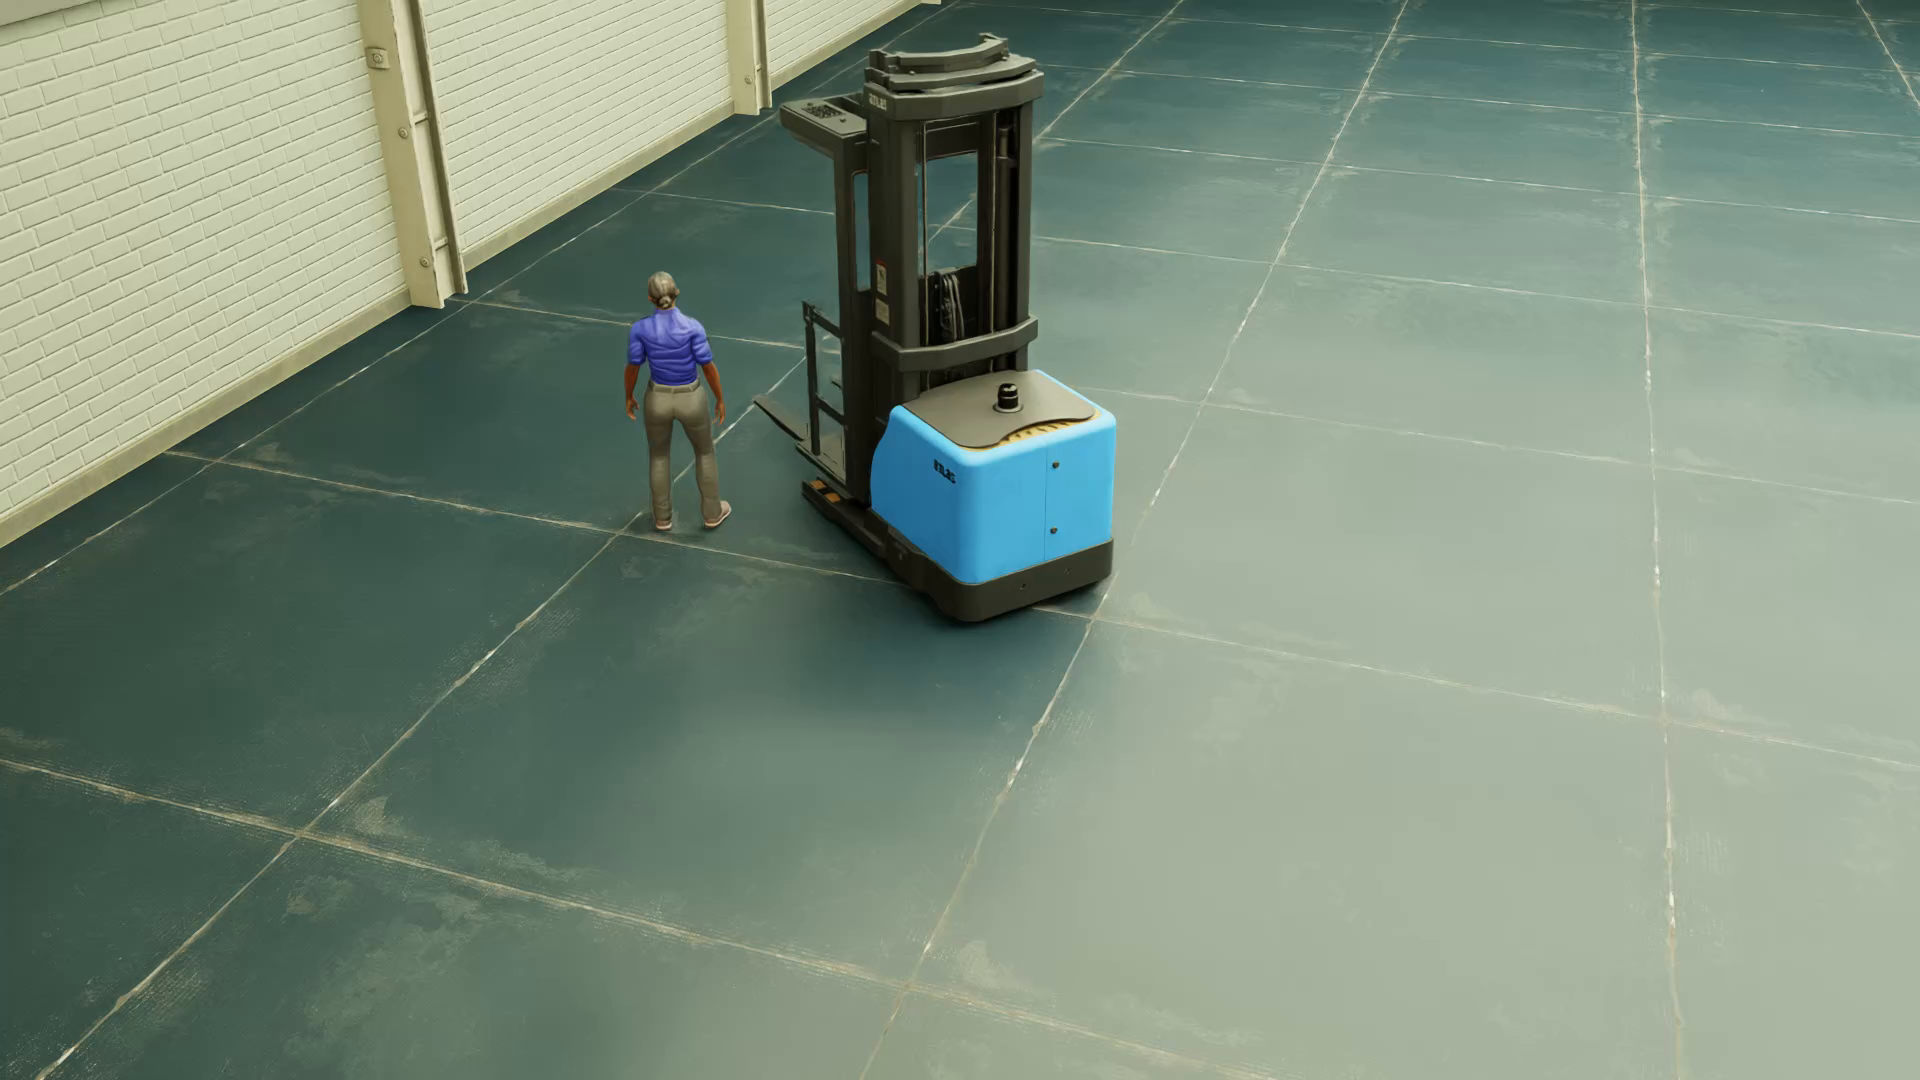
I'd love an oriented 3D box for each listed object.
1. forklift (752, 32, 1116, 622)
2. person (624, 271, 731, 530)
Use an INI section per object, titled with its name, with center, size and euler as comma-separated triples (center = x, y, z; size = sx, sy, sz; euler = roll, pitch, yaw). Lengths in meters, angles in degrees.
[forklift]
center = -0.332, -1.512, 9.788
size = 1.130, 2.935, 3.031
euler = -17, 34, -28
[person]
center = -1.687, -0.826, 9.878
size = 0.592, 1.654, 0.393
euler = -1, 30, -2
